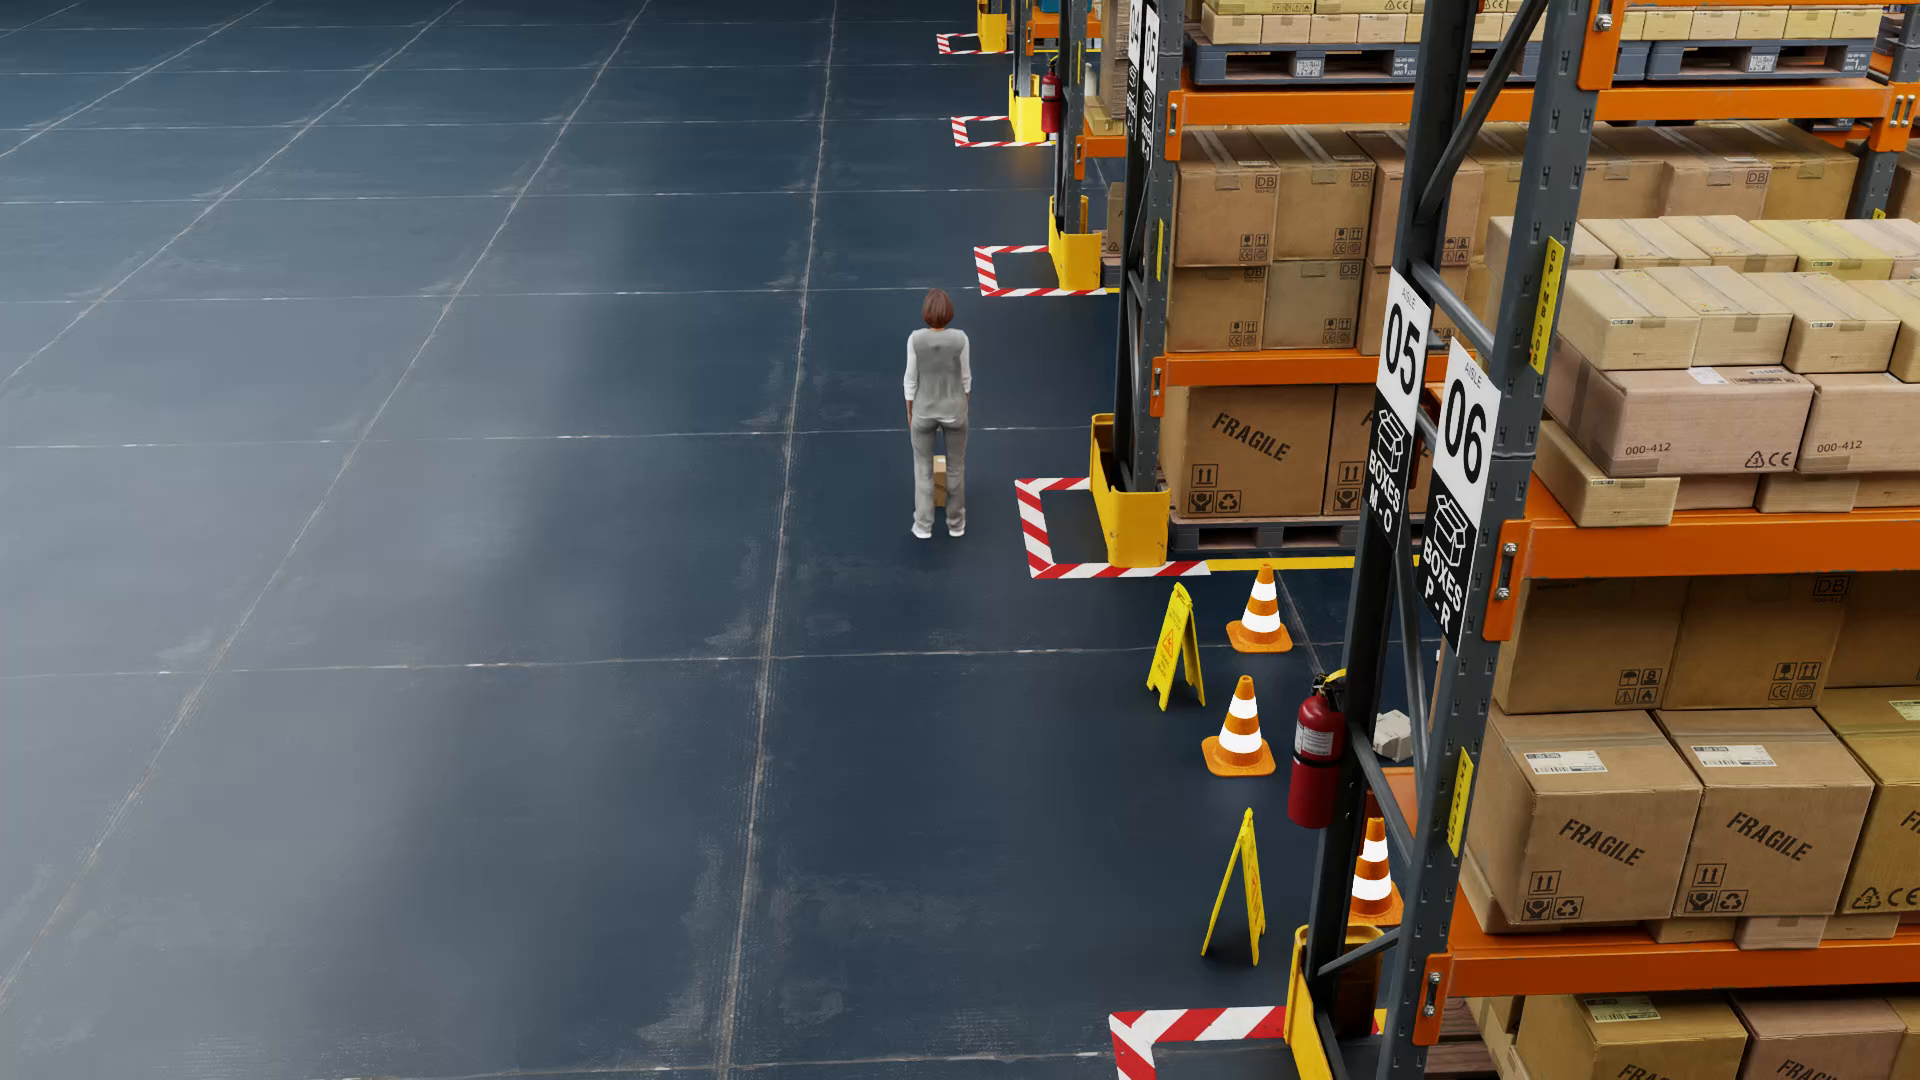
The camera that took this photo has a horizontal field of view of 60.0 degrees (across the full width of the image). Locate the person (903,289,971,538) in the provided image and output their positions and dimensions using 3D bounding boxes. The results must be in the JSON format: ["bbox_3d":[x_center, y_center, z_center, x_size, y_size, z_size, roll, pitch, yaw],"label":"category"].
[{"bbox_3d":[-0.138,-0.752,10.063,0.406,1.612,0.309,-1,28,-1],"label":"person"}]
